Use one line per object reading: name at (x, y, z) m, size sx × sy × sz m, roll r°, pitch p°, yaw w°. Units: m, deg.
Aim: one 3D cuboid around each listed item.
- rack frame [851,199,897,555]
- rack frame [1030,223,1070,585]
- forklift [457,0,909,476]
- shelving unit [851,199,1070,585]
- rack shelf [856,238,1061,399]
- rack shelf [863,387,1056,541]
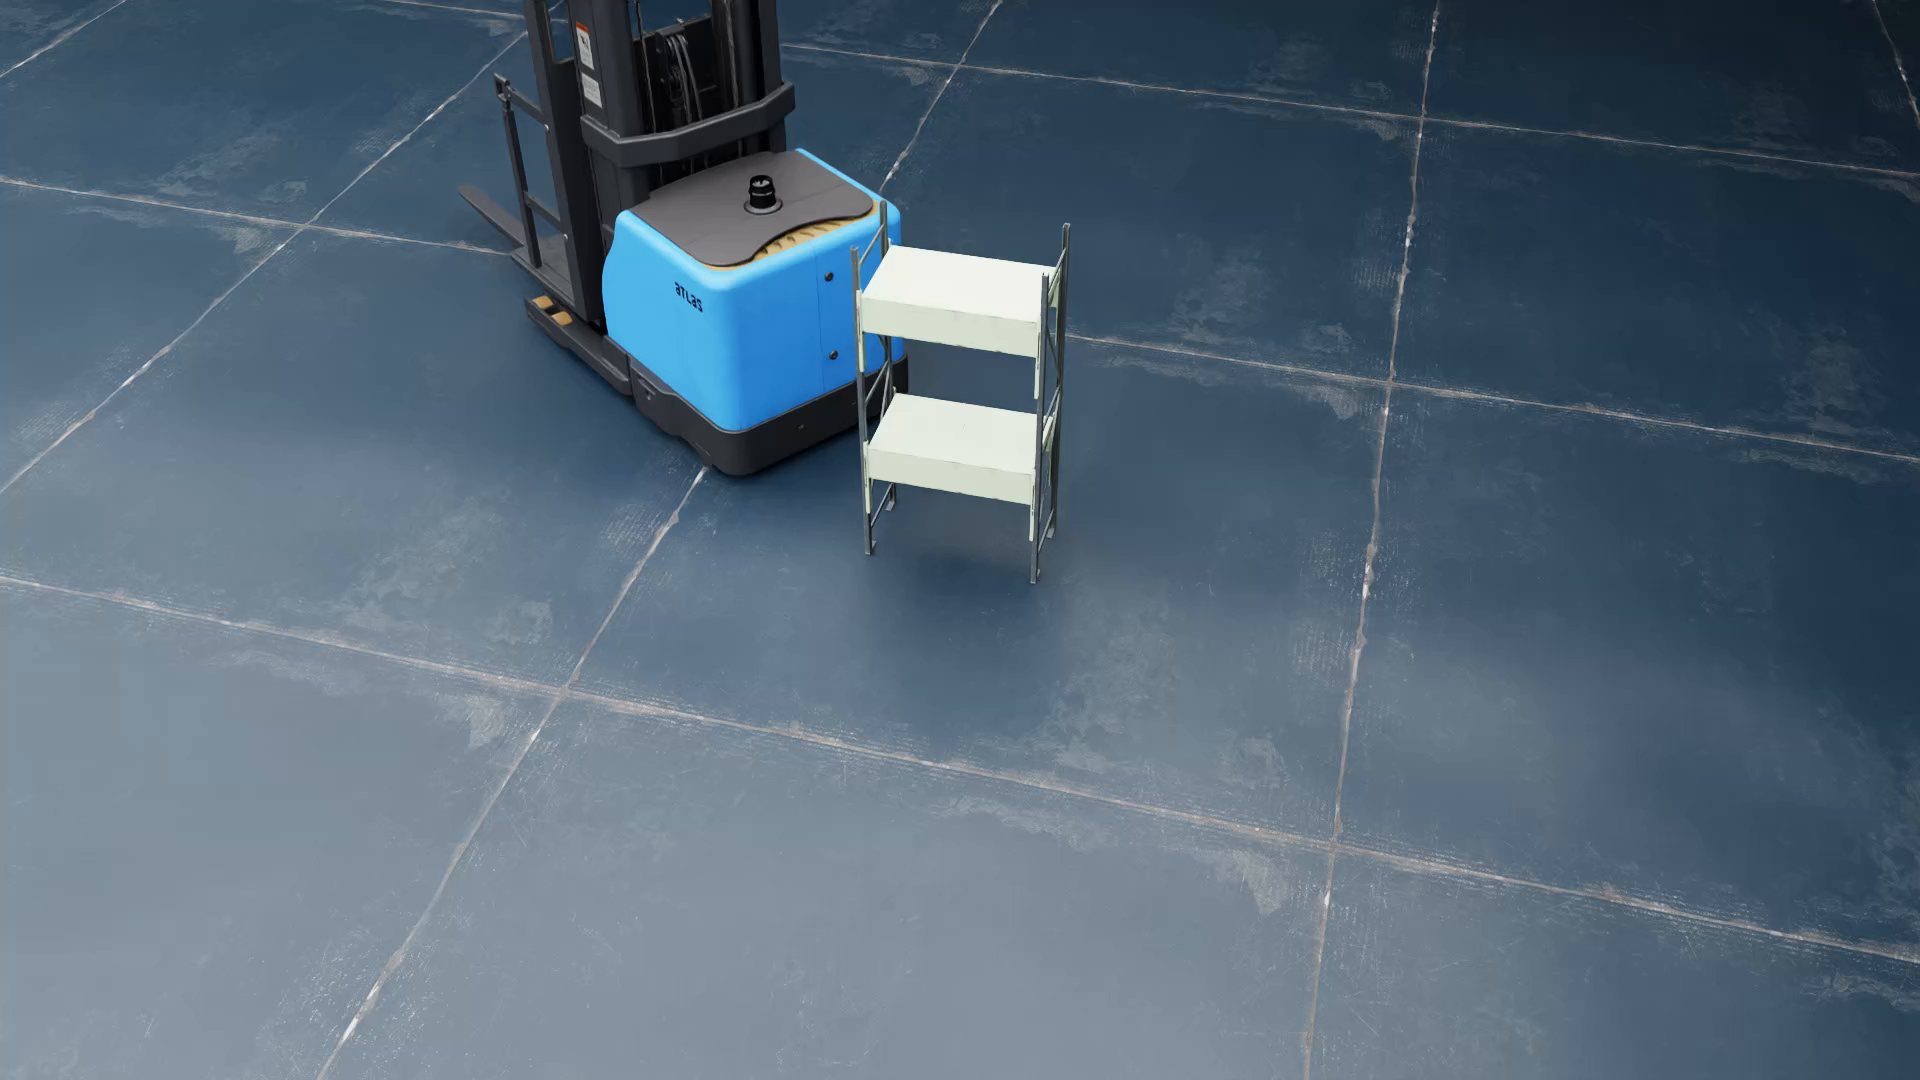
rack frame at (-0.347, -0.634, 6.839) m, size 0.023 × 1.500 × 0.400 m, roll 10°, pitch 41°, yaw 11°
rack frame at (0.360, -0.512, 6.694) m, size 0.023 × 1.500 × 0.400 m, roll 10°, pitch 41°, yaw 11°
forklift at (-1.571, -2.294, 7.702) m, size 1.130 × 2.935 × 3.031 m, roll -28°, pitch 47°, yaw -29°
shelving unit at (0.006, -0.573, 6.766) m, size 0.755 × 1.500 × 0.431 m, roll 10°, pitch 41°, yaw 11°
rack shelf at (0.006, -0.872, 6.515) m, size 0.720 × 0.370 × 0.431 m, roll 10°, pitch 41°, yaw 11°
rack shelf at (0.006, -0.324, 6.976) m, size 0.720 × 0.370 × 0.431 m, roll 10°, pitch 41°, yaw 11°
